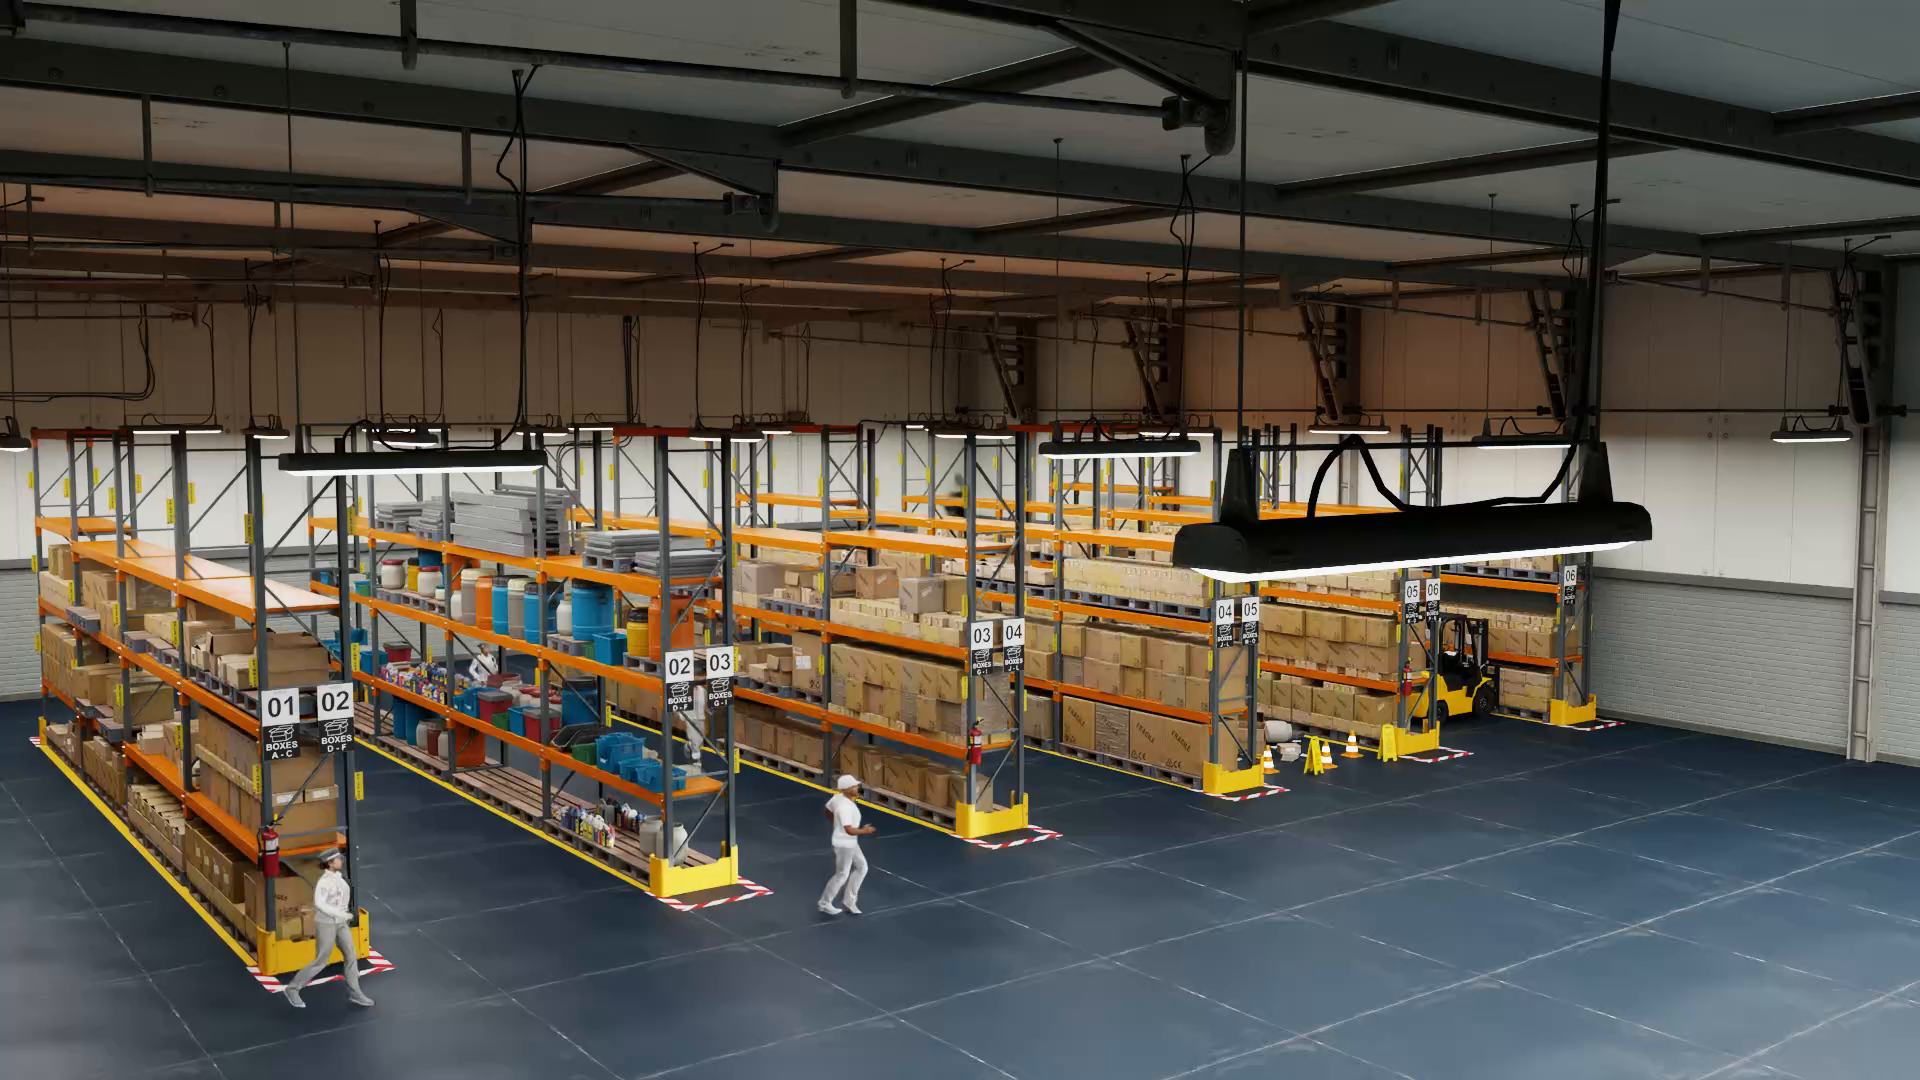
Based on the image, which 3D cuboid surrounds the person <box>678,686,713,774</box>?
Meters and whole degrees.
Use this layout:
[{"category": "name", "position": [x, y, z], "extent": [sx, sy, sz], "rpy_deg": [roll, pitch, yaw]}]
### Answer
[{"category": "person", "position": [-4.692, 3.170, 29.149], "extent": [0.655, 1.778, 0.866], "rpy_deg": [-3, 6, -36]}]

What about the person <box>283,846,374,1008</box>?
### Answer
[{"category": "person", "position": [-6.666, 4.095, 17.695], "extent": [0.915, 1.674, 0.679], "rpy_deg": [0, 4, 0]}]

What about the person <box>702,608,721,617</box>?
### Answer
[{"category": "person", "position": [-6.246, 2.271, 41.068], "extent": [0.782, 1.667, 0.544], "rpy_deg": [3, 5, 31]}]

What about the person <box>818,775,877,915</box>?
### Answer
[{"category": "person", "position": [-1.412, 3.838, 20.785], "extent": [0.736, 1.831, 0.722], "rpy_deg": [0, 4, -4]}]

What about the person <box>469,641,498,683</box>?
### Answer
[{"category": "person", "position": [-9.603, 2.864, 33.658], "extent": [0.676, 1.649, 0.621], "rpy_deg": [4, 6, 42]}]
